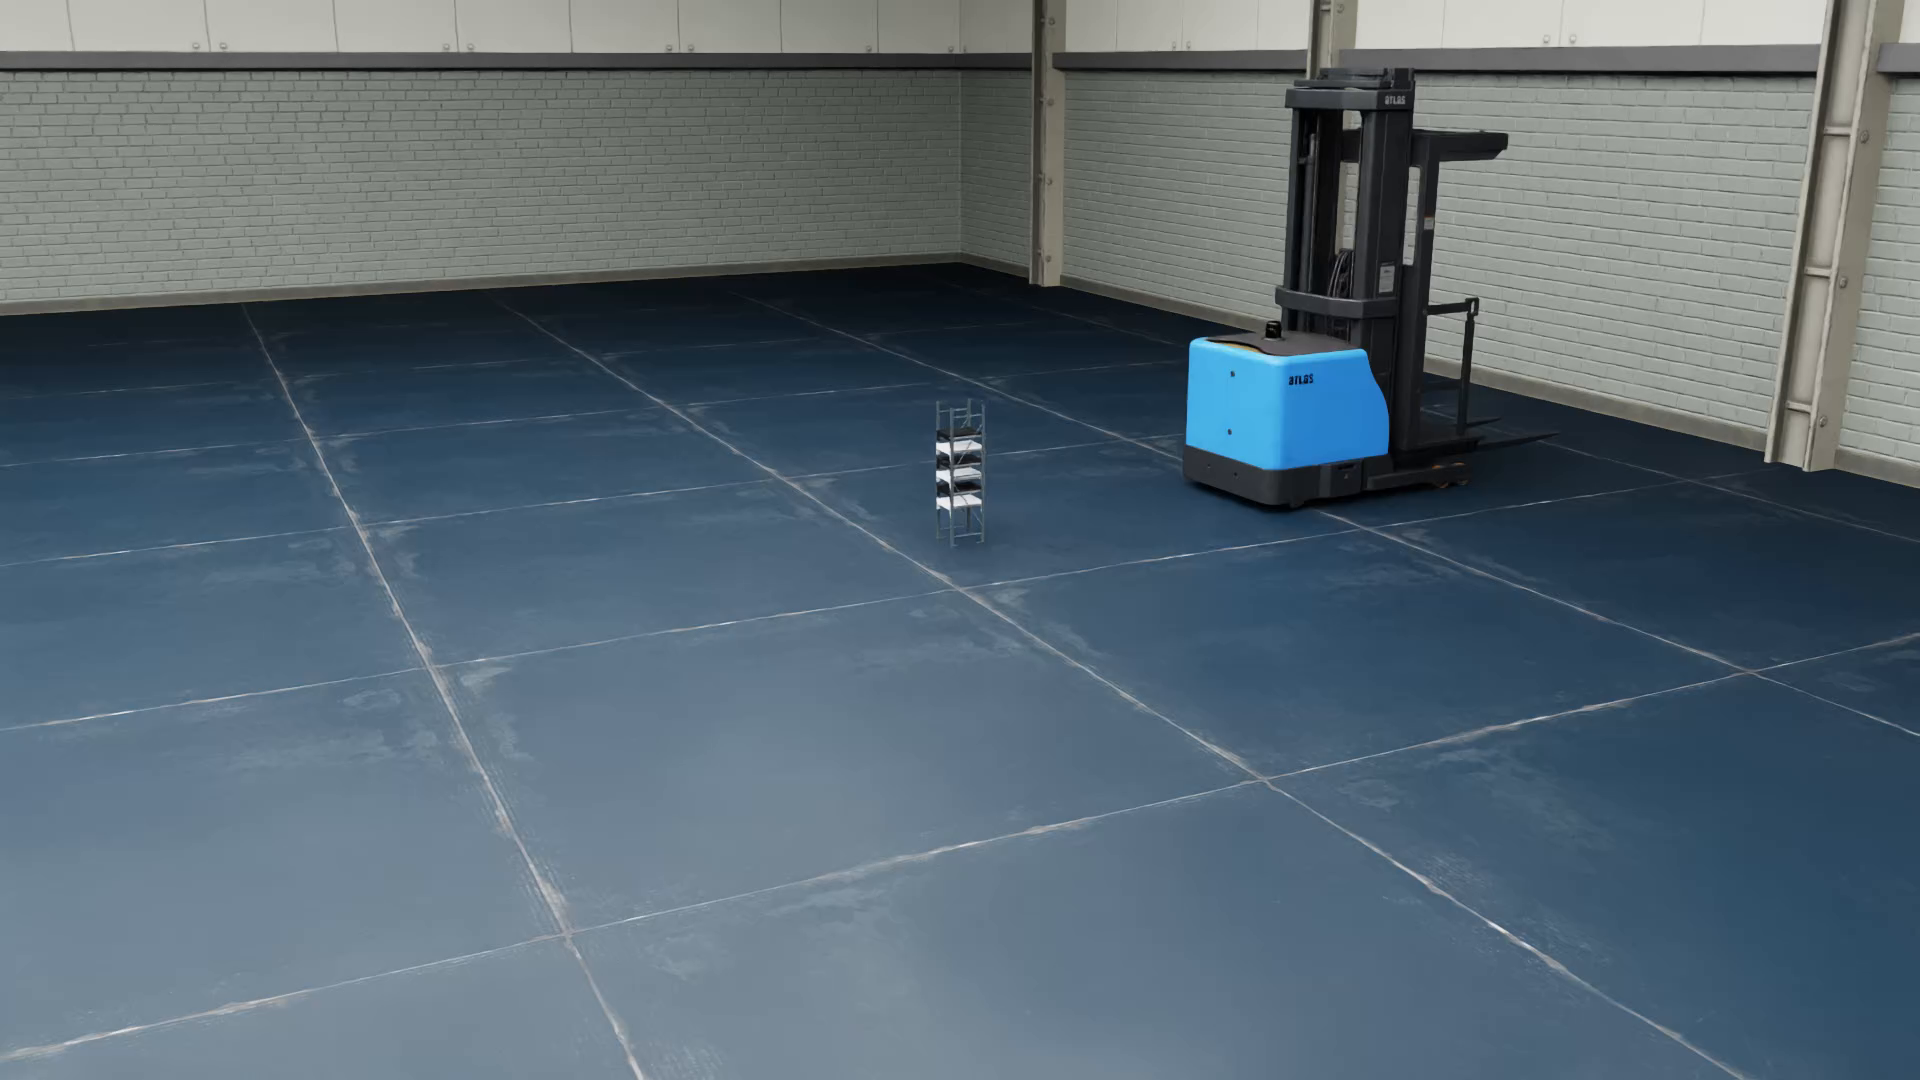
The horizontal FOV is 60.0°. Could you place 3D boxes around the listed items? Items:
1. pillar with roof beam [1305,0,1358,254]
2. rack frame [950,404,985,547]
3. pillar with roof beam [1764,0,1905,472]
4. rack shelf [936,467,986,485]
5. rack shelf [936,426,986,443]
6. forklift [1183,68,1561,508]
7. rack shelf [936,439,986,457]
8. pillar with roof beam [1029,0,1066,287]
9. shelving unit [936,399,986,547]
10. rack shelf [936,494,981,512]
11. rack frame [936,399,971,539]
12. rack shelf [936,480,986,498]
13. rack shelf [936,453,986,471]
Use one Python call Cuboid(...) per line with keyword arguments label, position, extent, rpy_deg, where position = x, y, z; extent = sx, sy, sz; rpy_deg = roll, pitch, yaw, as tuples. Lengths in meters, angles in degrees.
Cuboid(label="pillar with roof beam", position=(-0.052, -5.873, 14.902), extent=(9.100, 9.000, 0.400), rpy_deg=(-8, 18, -25))
Cuboid(label="rack frame", position=(0.048, -0.405, 10.532), extent=(0.240, 0.900, 0.006), rpy_deg=(-8, 18, -25))
Cuboid(label="pillar with roof beam", position=(2.577, -4.385, 9.717), extent=(9.100, 9.000, 0.400), rpy_deg=(-8, 18, -25))
Cuboid(label="rack shelf", position=(0.004, -0.398, 10.629), extent=(0.258, 0.077, 0.200), rpy_deg=(-8, 18, -25))
Cuboid(label="rack shelf", position=(0.004, -0.658, 10.554), extent=(0.258, 0.077, 0.200), rpy_deg=(-8, 18, -25))
Cuboid(label="forklift", position=(3.162, -1.901, 12.060), extent=(3.031, 2.935, 1.130), rpy_deg=(-9, 18, -28))
Cuboid(label="rack shelf", position=(0.004, -0.572, 10.579), extent=(0.258, 0.077, 0.200), rpy_deg=(-8, 18, -25))
Cuboid(label="pillar with roof beam", position=(-2.680, -7.361, 20.086), extent=(9.100, 9.000, 0.400), rpy_deg=(-8, 18, -25))
Cuboid(label="shelving unit", position=(0.004, -0.431, 10.620), extent=(0.258, 0.900, 0.210), rpy_deg=(-8, 18, -25))
Cuboid(label="rack shelf", position=(0.004, -0.225, 10.678), extent=(0.258, 0.077, 0.200), rpy_deg=(-8, 18, -25))
Cuboid(label="rack frame", position=(-0.041, -0.456, 10.707), extent=(0.240, 0.900, 0.006), rpy_deg=(-8, 18, -25))
Cuboid(label="rack shelf", position=(0.004, -0.312, 10.654), extent=(0.258, 0.077, 0.200), rpy_deg=(-8, 18, -25))
Cuboid(label="rack shelf", position=(0.004, -0.485, 10.604), extent=(0.258, 0.077, 0.200), rpy_deg=(-8, 18, -25))
